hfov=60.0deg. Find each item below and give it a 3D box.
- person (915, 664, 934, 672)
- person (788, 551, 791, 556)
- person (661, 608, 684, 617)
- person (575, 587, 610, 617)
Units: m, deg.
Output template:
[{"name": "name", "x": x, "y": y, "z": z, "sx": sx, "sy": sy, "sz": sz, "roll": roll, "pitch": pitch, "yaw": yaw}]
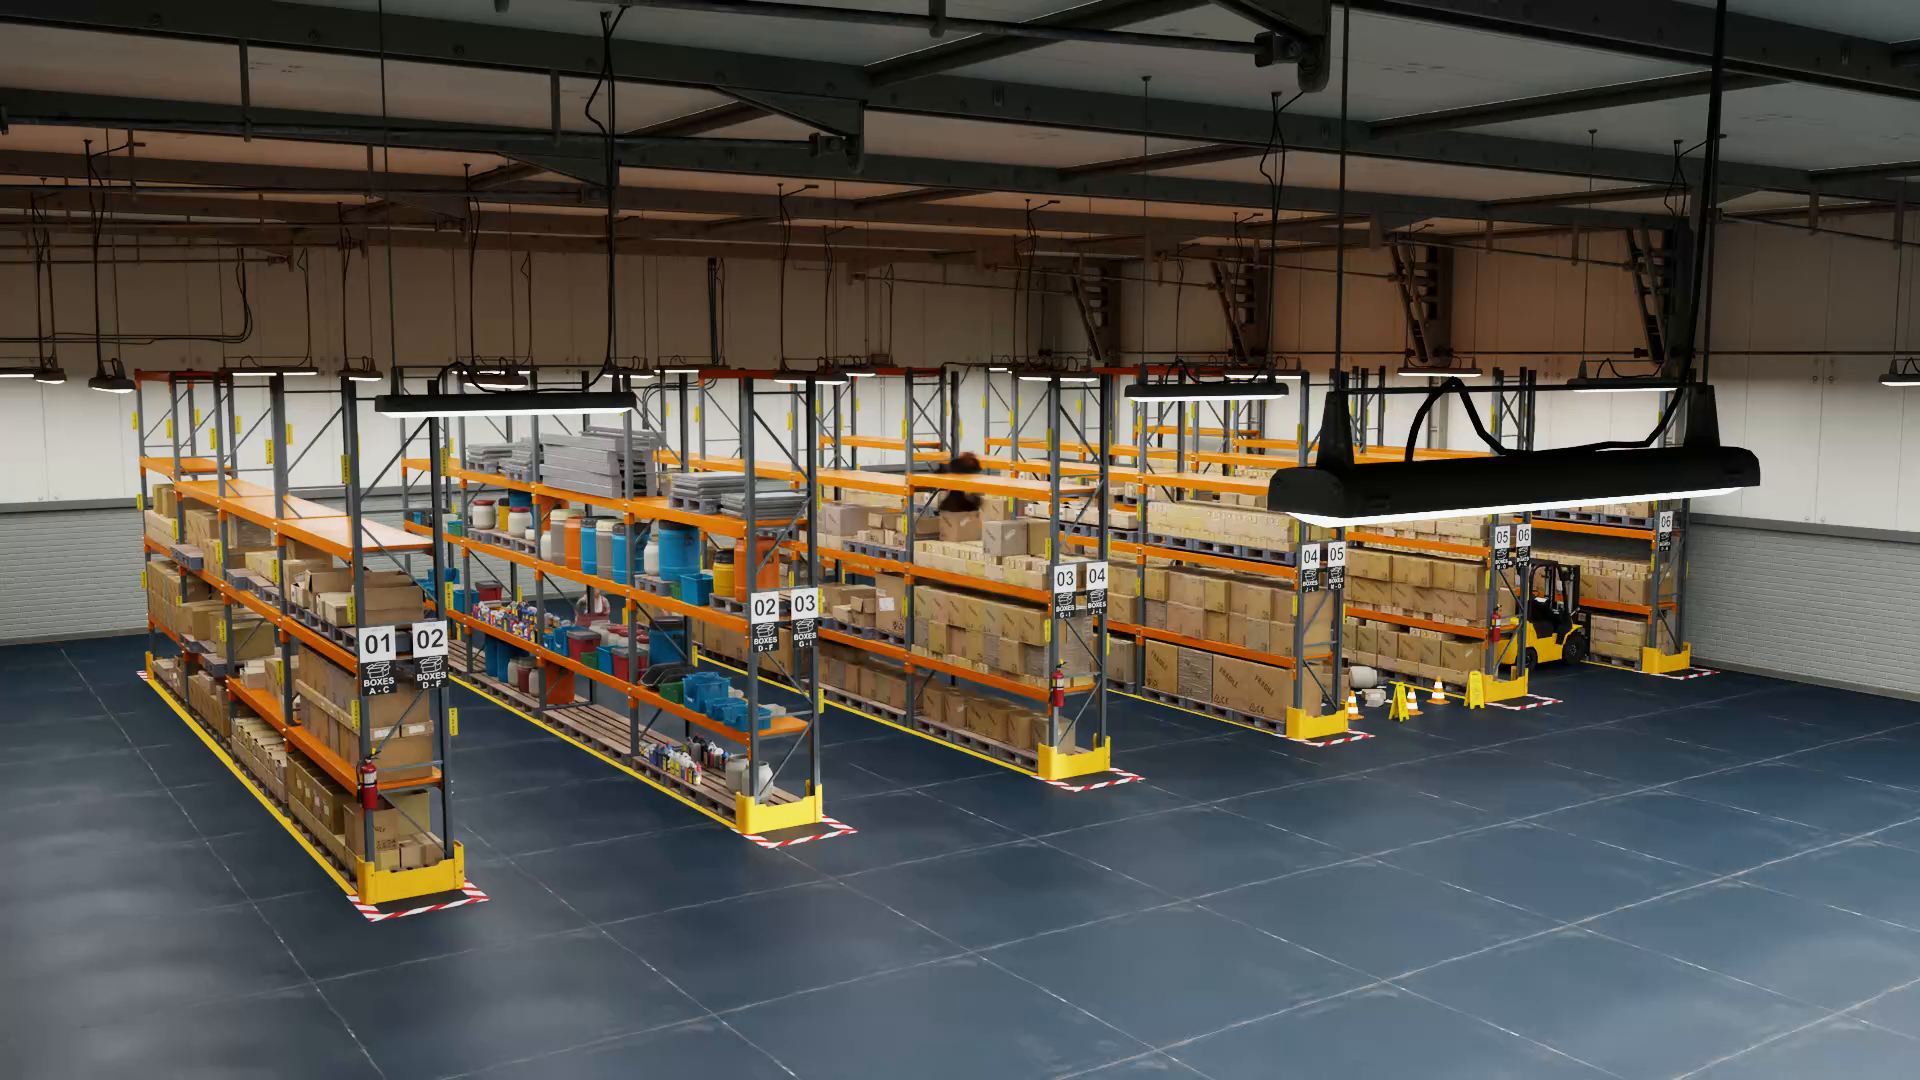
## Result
[{"name": "person", "x": -0.689, "y": 1.960, "z": 32.044, "sx": 0.505, "sy": 1.416, "sz": 0.926, "roll": -5, "pitch": 8, "yaw": -38}, {"name": "person", "x": -4.027, "y": 1.090, "z": 39.189, "sx": 0.793, "sy": 1.681, "sz": 0.574, "roll": -2, "pitch": 7, "yaw": -14}, {"name": "person", "x": -5.504, "y": 1.760, "z": 32.949, "sx": 0.631, "sy": 1.759, "sz": 0.724, "roll": -6, "pitch": 9, "yaw": -42}, {"name": "person", "x": -7.277, "y": 1.715, "z": 33.070, "sx": 0.685, "sy": 1.775, "sz": 1.041, "roll": -4, "pitch": 8, "yaw": -34}]
